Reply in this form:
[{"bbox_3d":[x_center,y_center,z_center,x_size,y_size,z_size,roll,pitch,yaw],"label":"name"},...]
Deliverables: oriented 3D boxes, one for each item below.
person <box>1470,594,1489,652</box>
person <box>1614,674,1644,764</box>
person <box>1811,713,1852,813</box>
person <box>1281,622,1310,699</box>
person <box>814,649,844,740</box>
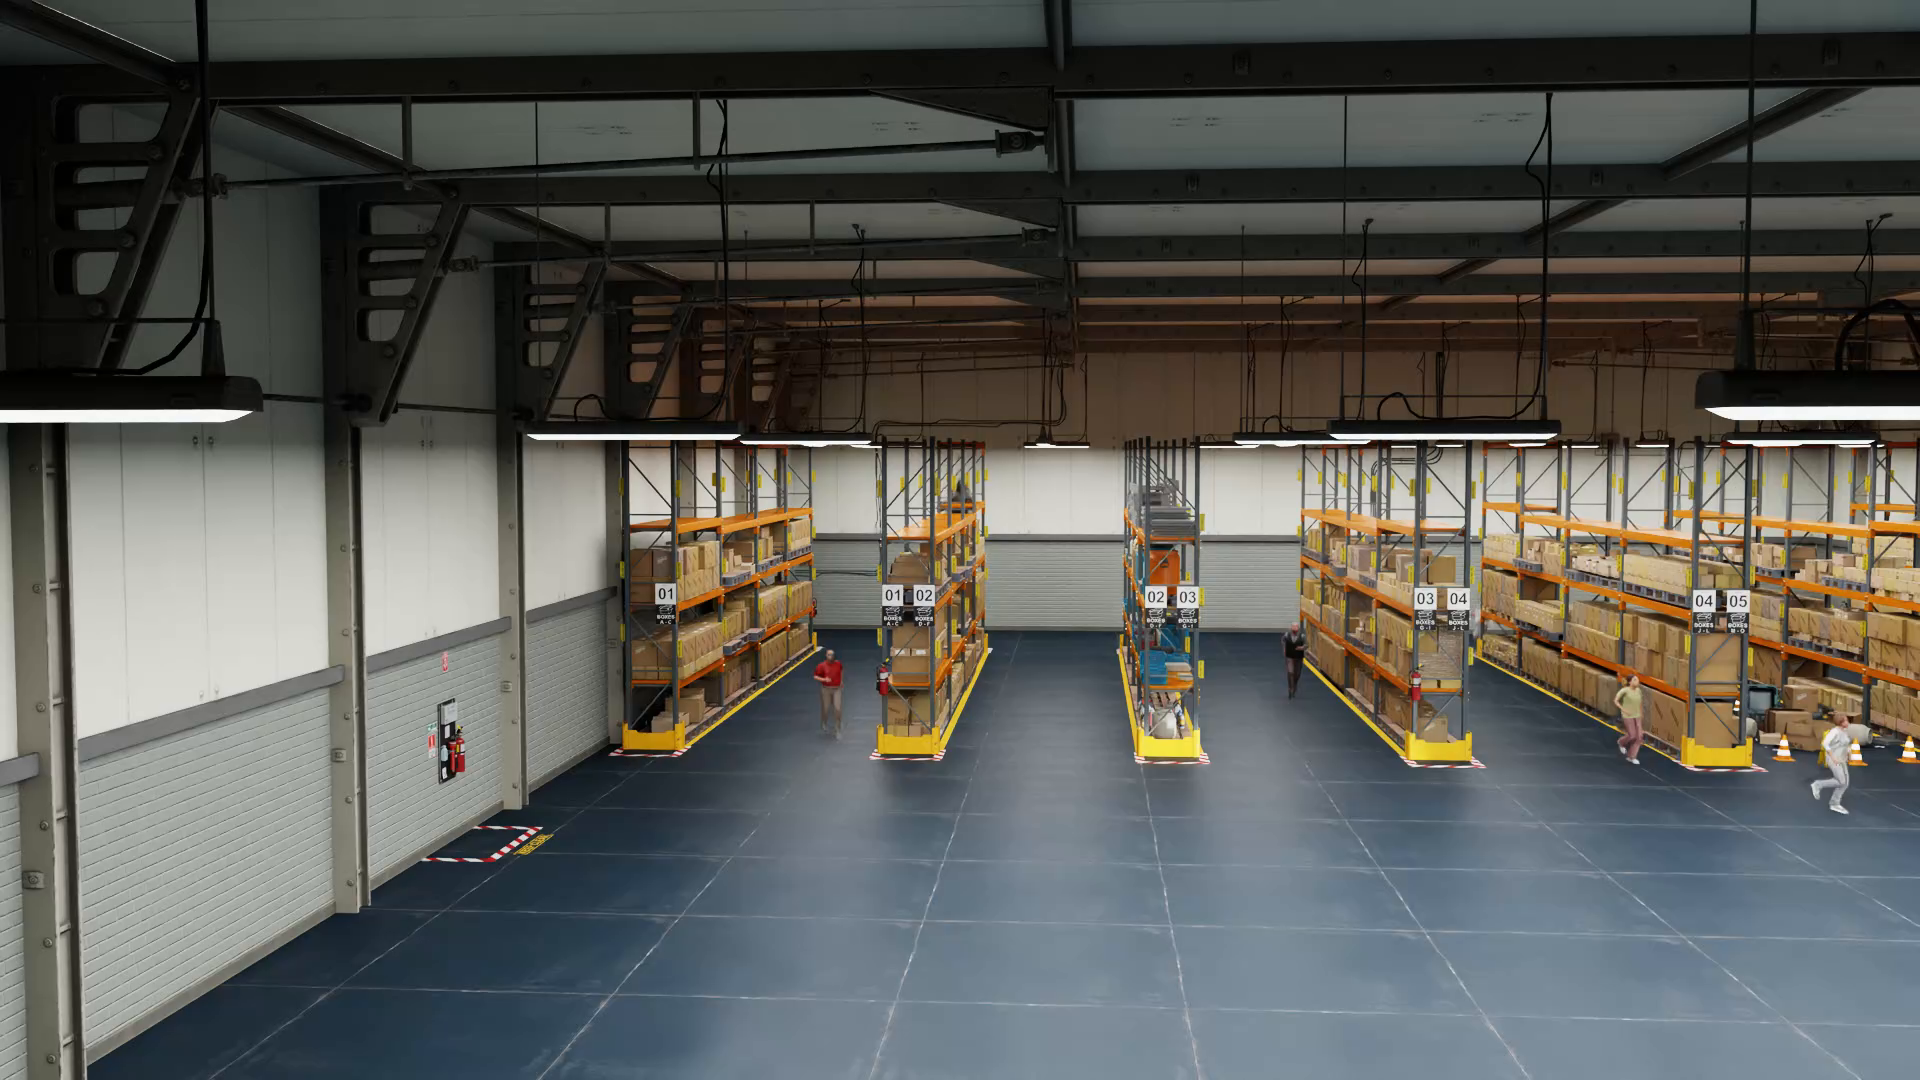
[{"bbox_3d":[14.819,2.346,47.219,0.625,1.716,0.691,0,3,2],"label":"person"},{"bbox_3d":[12.357,3.280,30.667,0.612,1.647,0.564,-1,3,-13],"label":"person"},{"bbox_3d":[13.923,3.534,26.539,0.559,1.565,0.560,-3,4,-42],"label":"person"},{"bbox_3d":[7.835,2.797,38.849,0.623,1.762,1.041,0,3,4],"label":"person"},{"bbox_3d":[-2.608,3.064,33.313,0.659,1.749,0.946,-1,3,-17],"label":"person"}]
